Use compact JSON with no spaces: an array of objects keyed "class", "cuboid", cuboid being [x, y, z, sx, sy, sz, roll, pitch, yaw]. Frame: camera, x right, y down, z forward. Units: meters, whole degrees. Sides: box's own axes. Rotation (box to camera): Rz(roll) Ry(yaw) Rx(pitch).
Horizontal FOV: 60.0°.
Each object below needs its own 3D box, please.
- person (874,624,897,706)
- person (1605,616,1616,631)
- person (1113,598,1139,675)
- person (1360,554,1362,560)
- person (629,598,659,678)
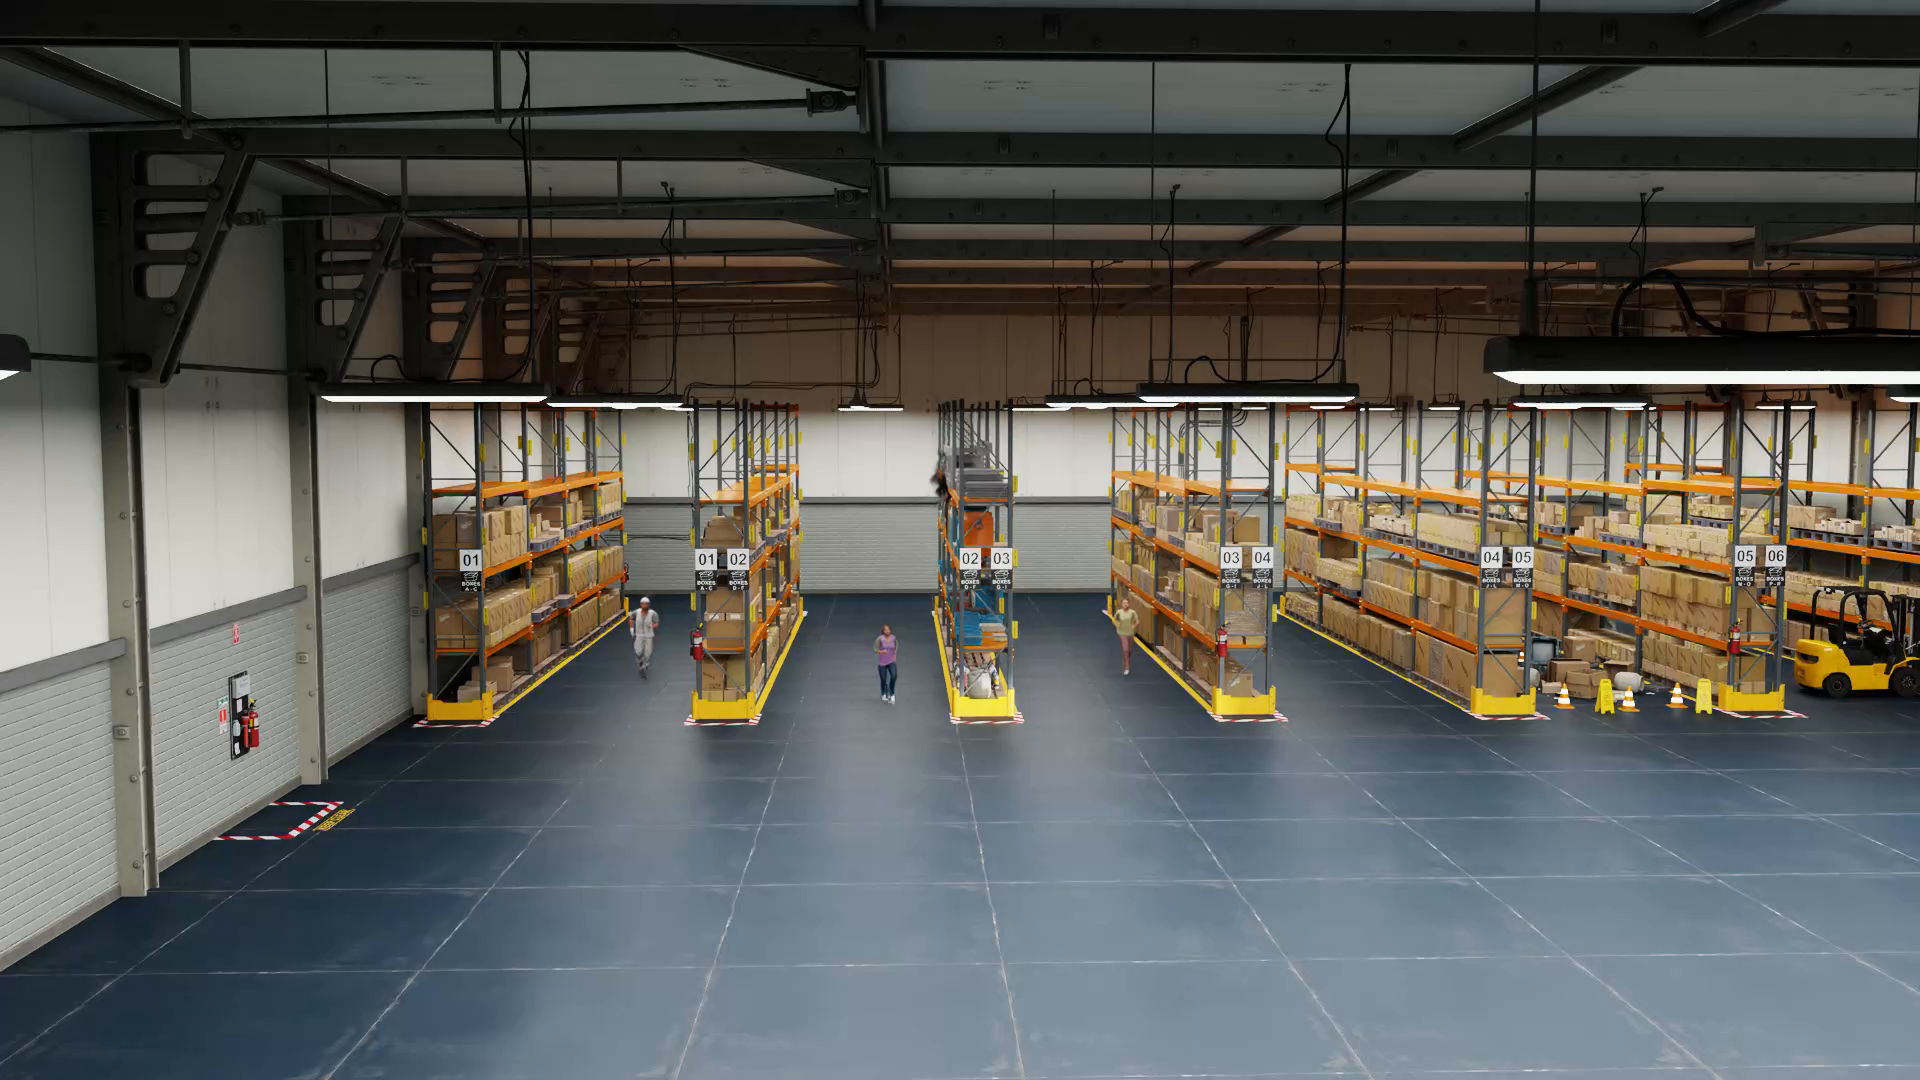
[{"class":"person","cuboid":[-1.457,2.448,32.738,0.521,1.597,0.717,-1,4,-13]},{"class":"person","cuboid":[16.781,1.652,42.734,0.555,1.654,0.550,-1,4,-8]},{"class":"person","cuboid":[3.685,2.111,36.793,0.572,1.666,0.802,0,4,2]},{"class":"person","cuboid":[11.448,1.253,47.690,0.705,1.714,0.595,-2,5,-20]},{"class":"person","cuboid":[-6.817,2.109,35.904,0.647,1.751,0.735,-1,4,-9]}]
